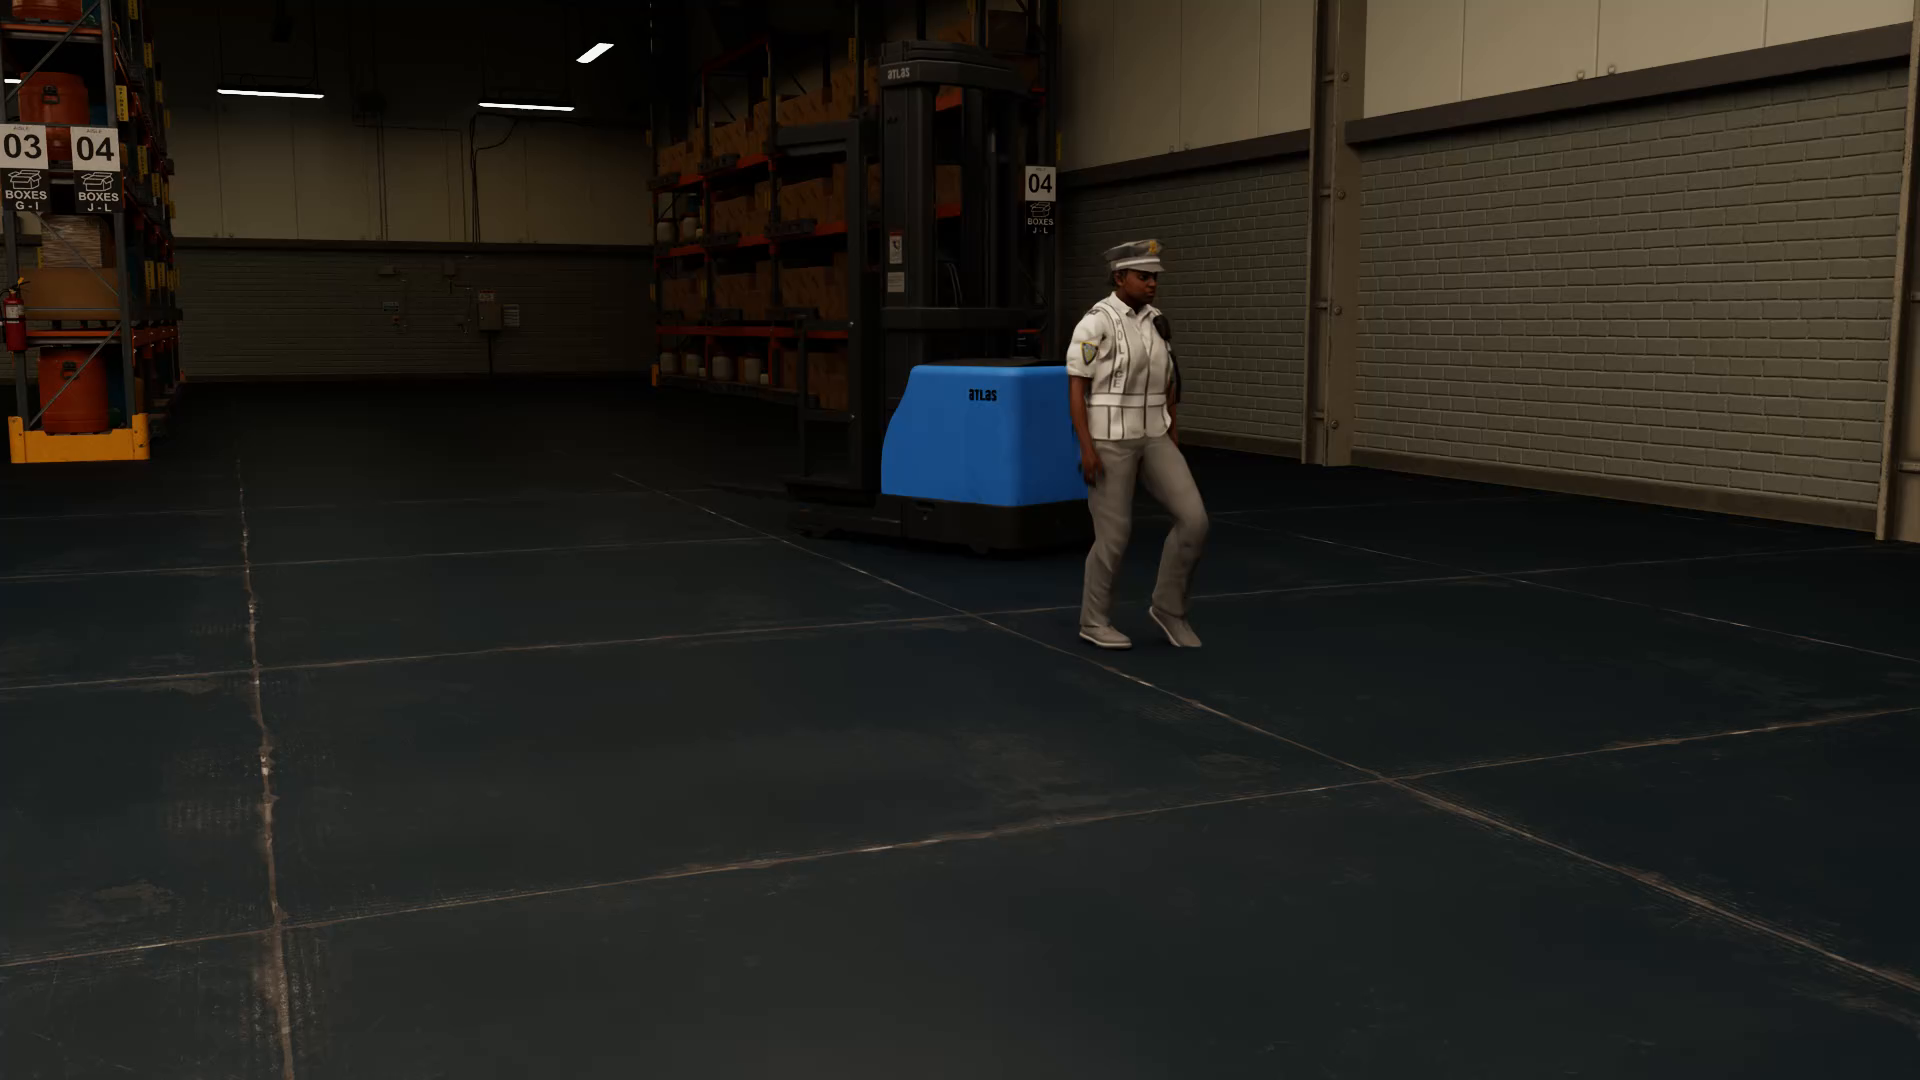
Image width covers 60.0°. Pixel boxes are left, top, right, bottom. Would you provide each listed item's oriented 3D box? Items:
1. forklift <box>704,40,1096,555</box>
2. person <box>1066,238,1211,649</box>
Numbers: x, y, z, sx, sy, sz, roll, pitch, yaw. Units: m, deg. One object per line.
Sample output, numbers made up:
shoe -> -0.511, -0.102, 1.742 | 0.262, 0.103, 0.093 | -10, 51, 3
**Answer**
forklift -> -0.436, -1.509, 10.383 | 3.031, 2.935, 1.130 | 7, 10, 44
person -> 0.711, -0.357, 6.732 | 0.553, 1.696, 0.478 | -5, 9, -34
